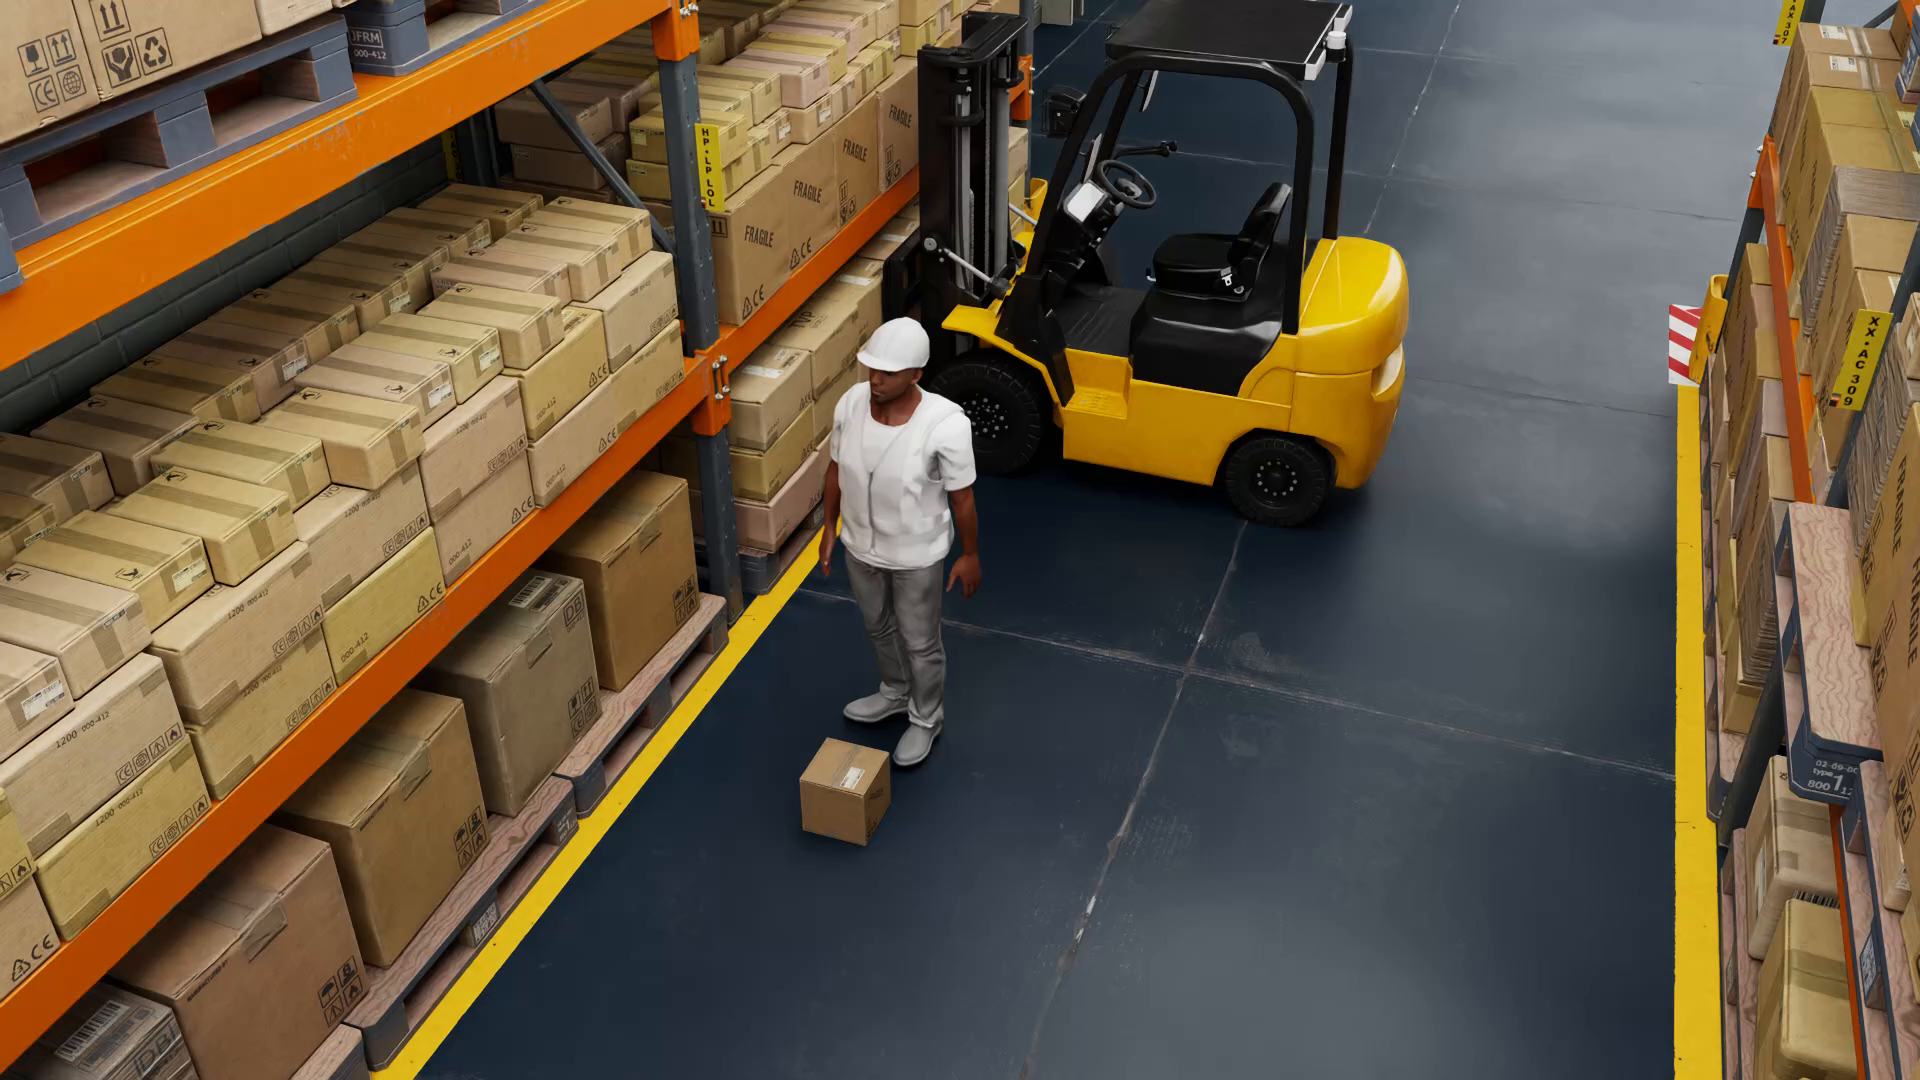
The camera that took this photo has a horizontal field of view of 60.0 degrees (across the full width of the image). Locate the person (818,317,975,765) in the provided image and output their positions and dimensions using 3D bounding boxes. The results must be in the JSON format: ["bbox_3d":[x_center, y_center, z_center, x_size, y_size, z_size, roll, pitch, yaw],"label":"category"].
[{"bbox_3d":[-0.239,0.012,6.061,0.589,1.767,0.396,16,36,23],"label":"person"}]
